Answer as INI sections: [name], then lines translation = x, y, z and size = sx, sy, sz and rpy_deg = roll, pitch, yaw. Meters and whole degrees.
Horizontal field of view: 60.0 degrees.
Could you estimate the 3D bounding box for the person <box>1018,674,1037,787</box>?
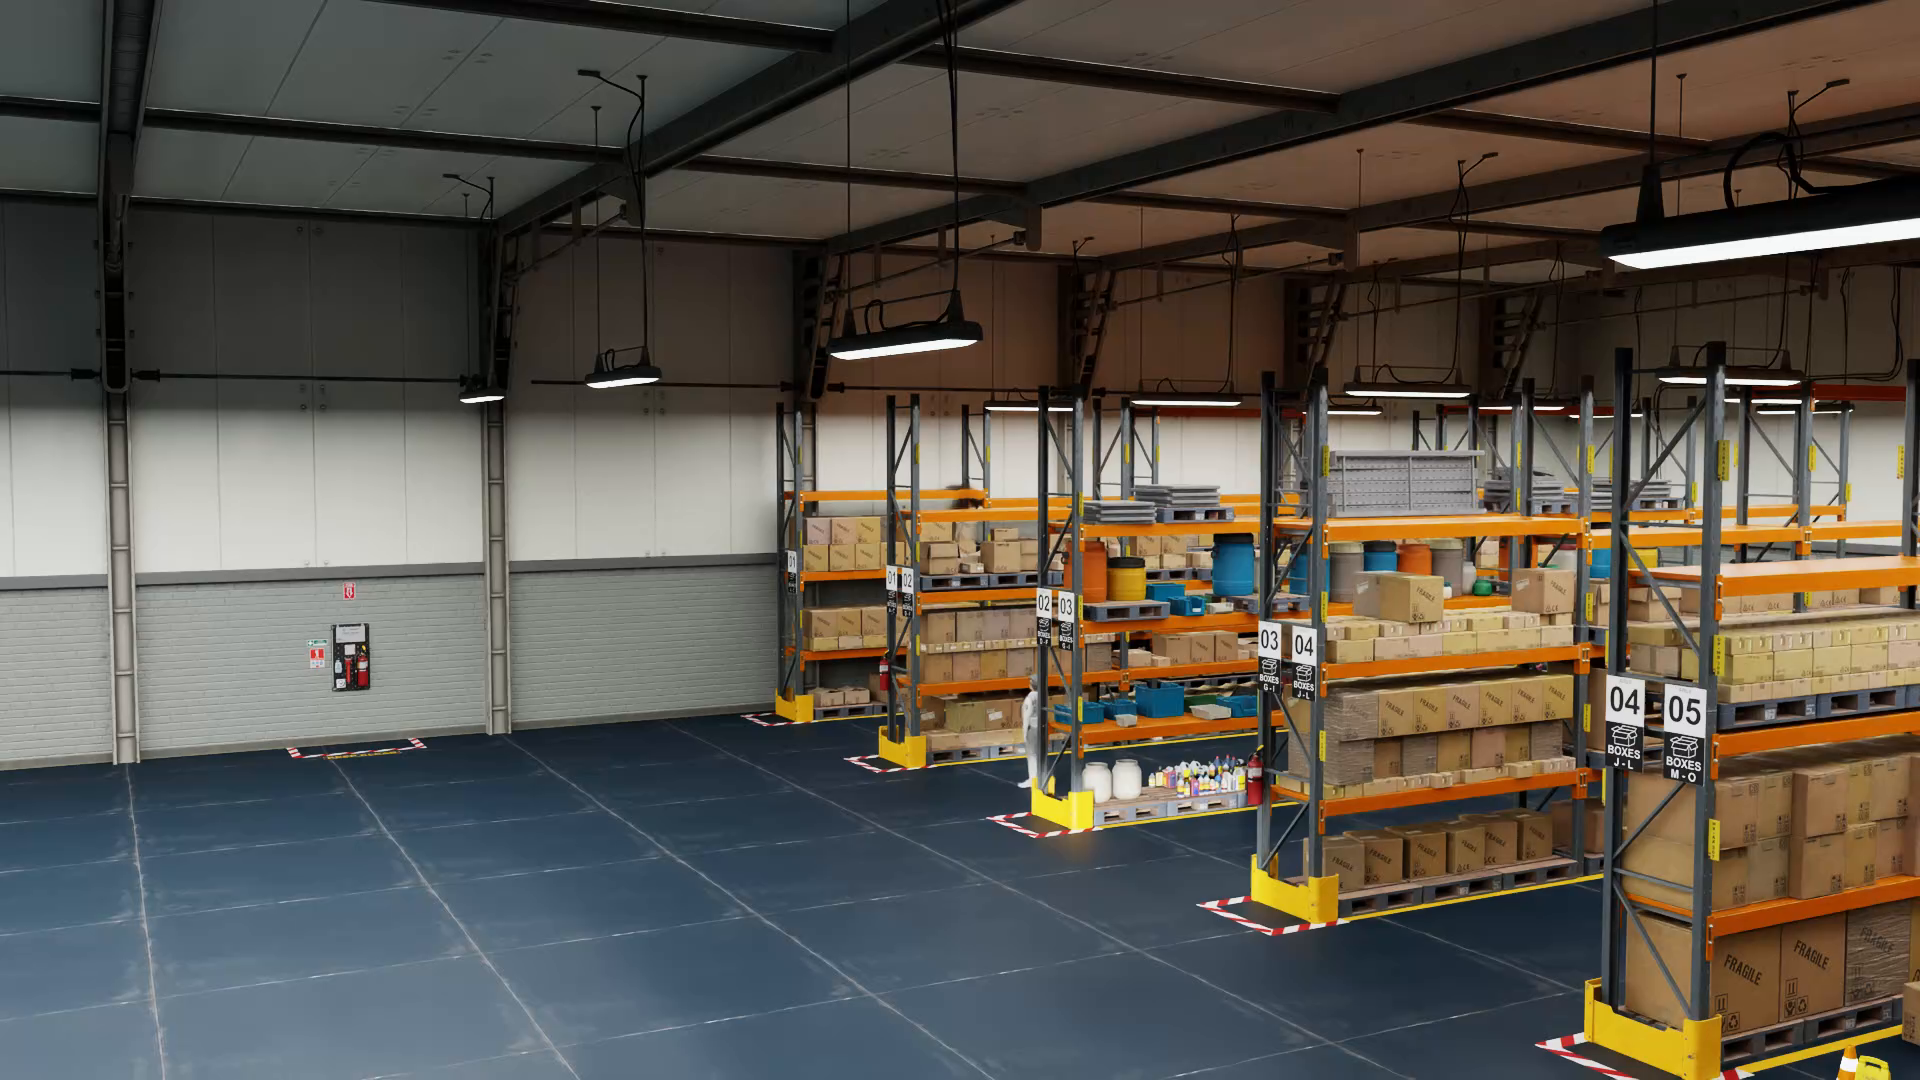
[person]
translation = 1.122, 2.885, 25.248
size = 0.393, 1.699, 0.522
rpy_deg = 2, 4, 28
